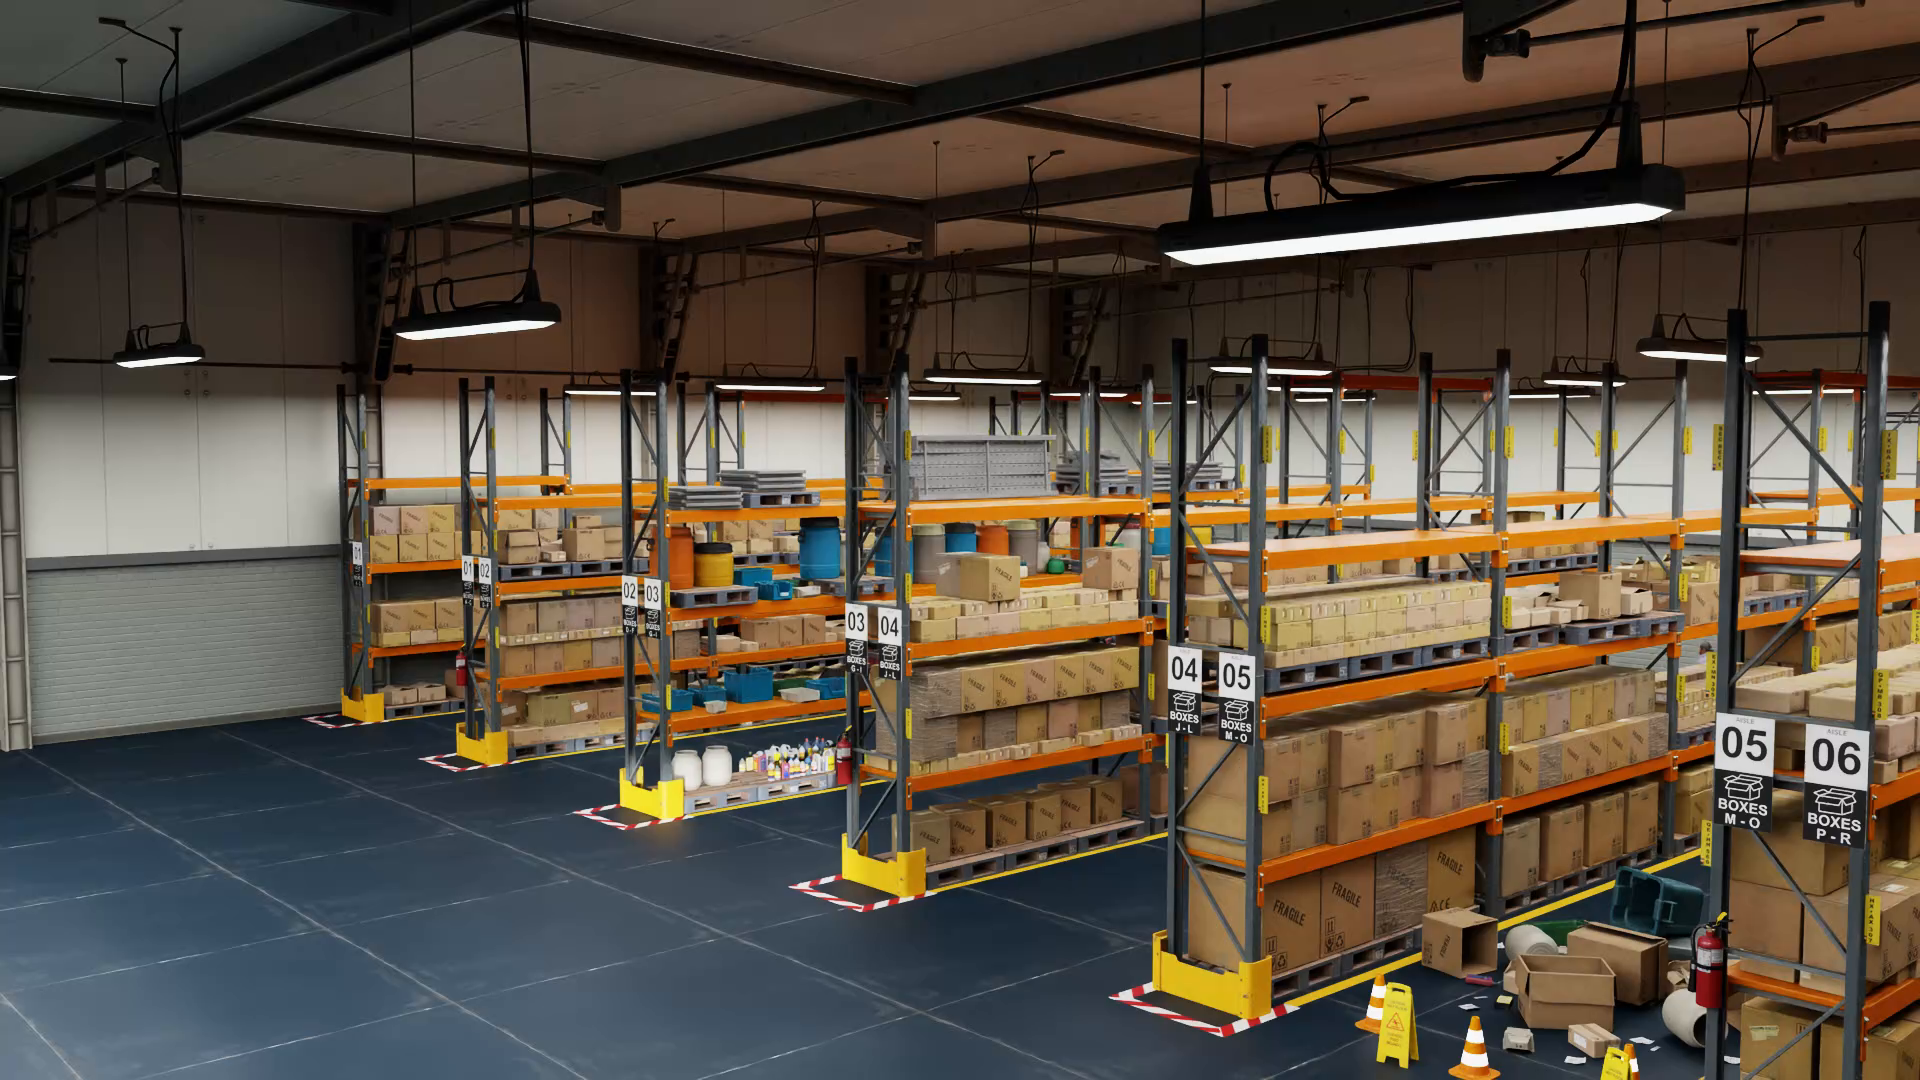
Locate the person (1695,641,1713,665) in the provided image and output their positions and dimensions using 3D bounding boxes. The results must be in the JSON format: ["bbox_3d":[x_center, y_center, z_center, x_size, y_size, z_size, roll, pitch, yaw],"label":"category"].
[{"bbox_3d":[12.644,2.505,28.187,0.469,1.560,1.003,-1,4,-16],"label":"person"}]

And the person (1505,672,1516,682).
[{"bbox_3d":[8.229,2.743,24.597,0.655,1.635,0.533,-2,4,-27],"label":"person"}]

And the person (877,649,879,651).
[{"bbox_3d":[-1.469,1.769,36.174,1.033,1.521,0.536,-4,5,-45],"label":"person"}]
